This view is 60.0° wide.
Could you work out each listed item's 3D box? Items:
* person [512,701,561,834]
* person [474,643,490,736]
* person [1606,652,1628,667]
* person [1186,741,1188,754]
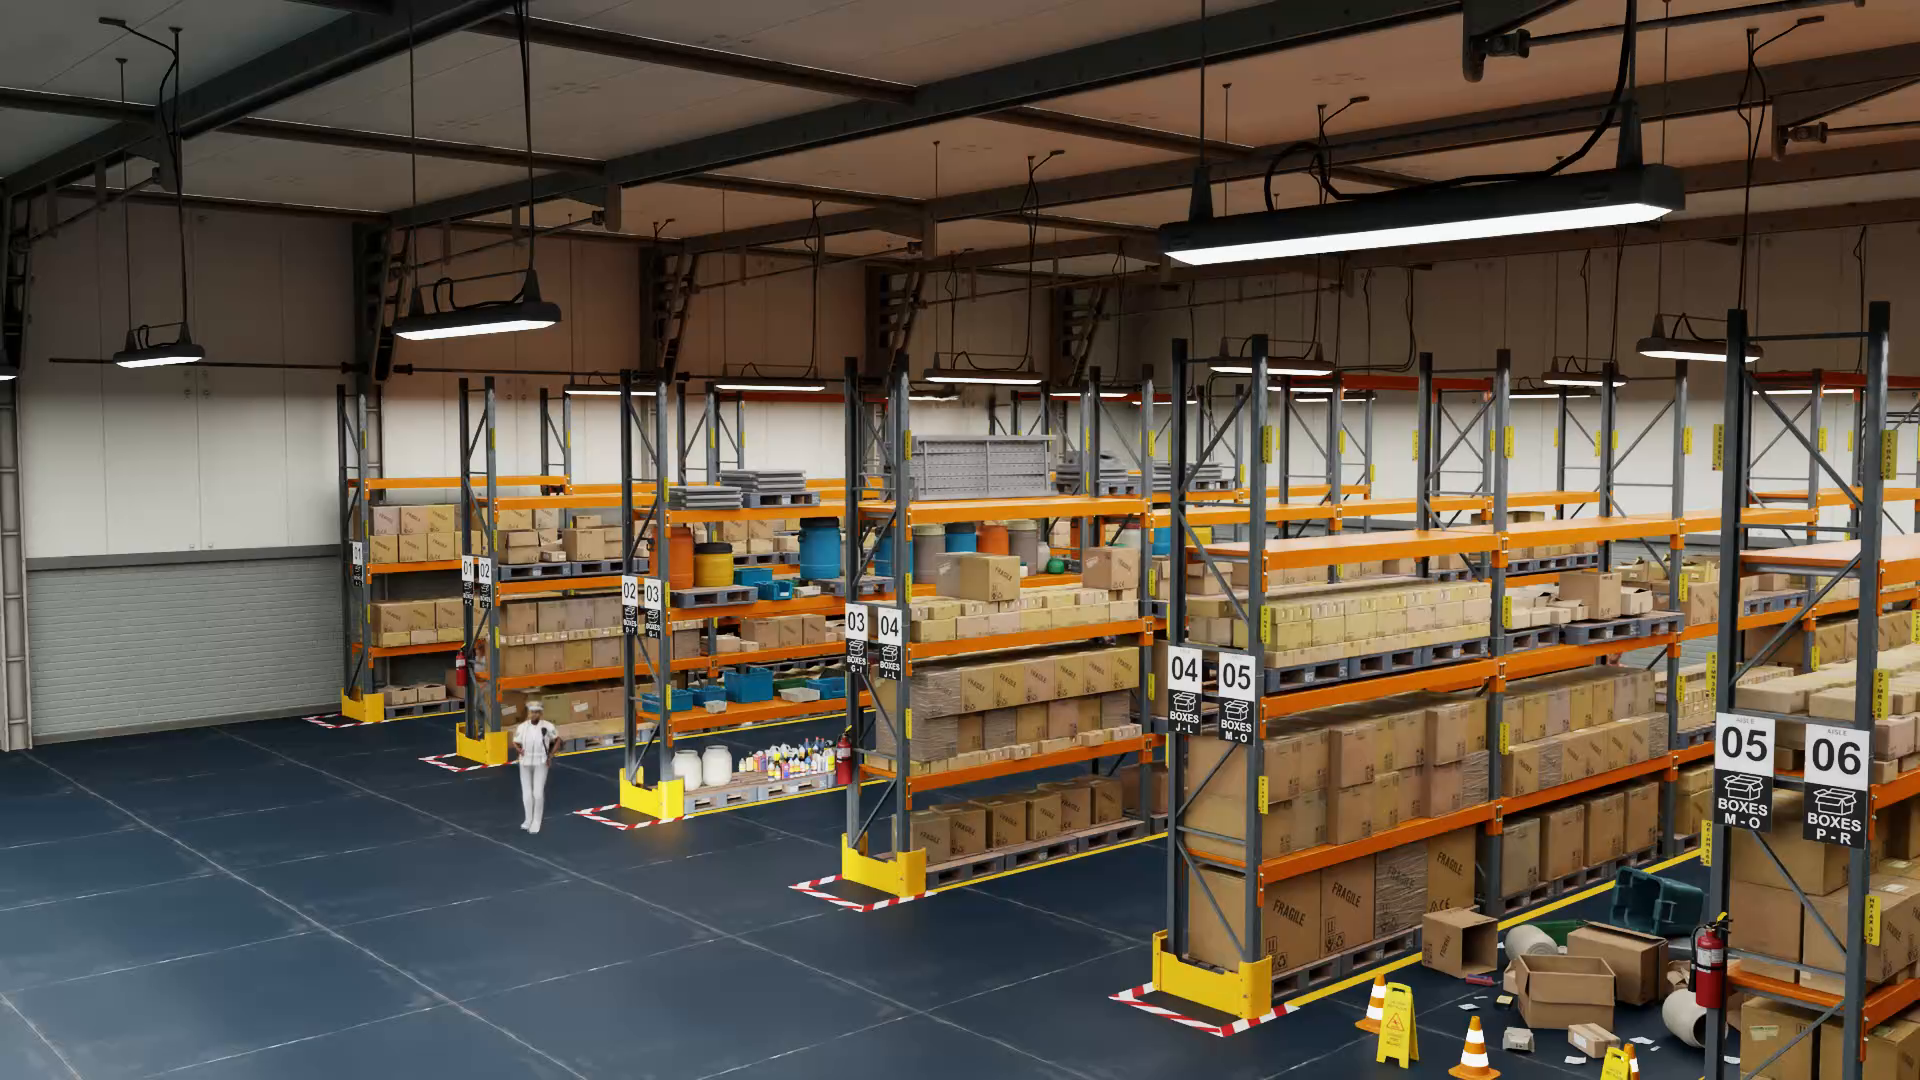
[{"bbox_3d":[-5.476,2.921,21.435,0.580,1.723,0.644,0,4,-2],"label":"person"},{"bbox_3d":[-8.085,2.528,28.266,0.566,1.575,0.718,2,4,28],"label":"person"},{"bbox_3d":[10.202,2.553,25.969,0.645,1.826,0.922,3,5,39],"label":"person"},{"bbox_3d":[3.711,2.661,25.265,0.790,1.745,0.605,-3,5,-40],"label":"person"}]
